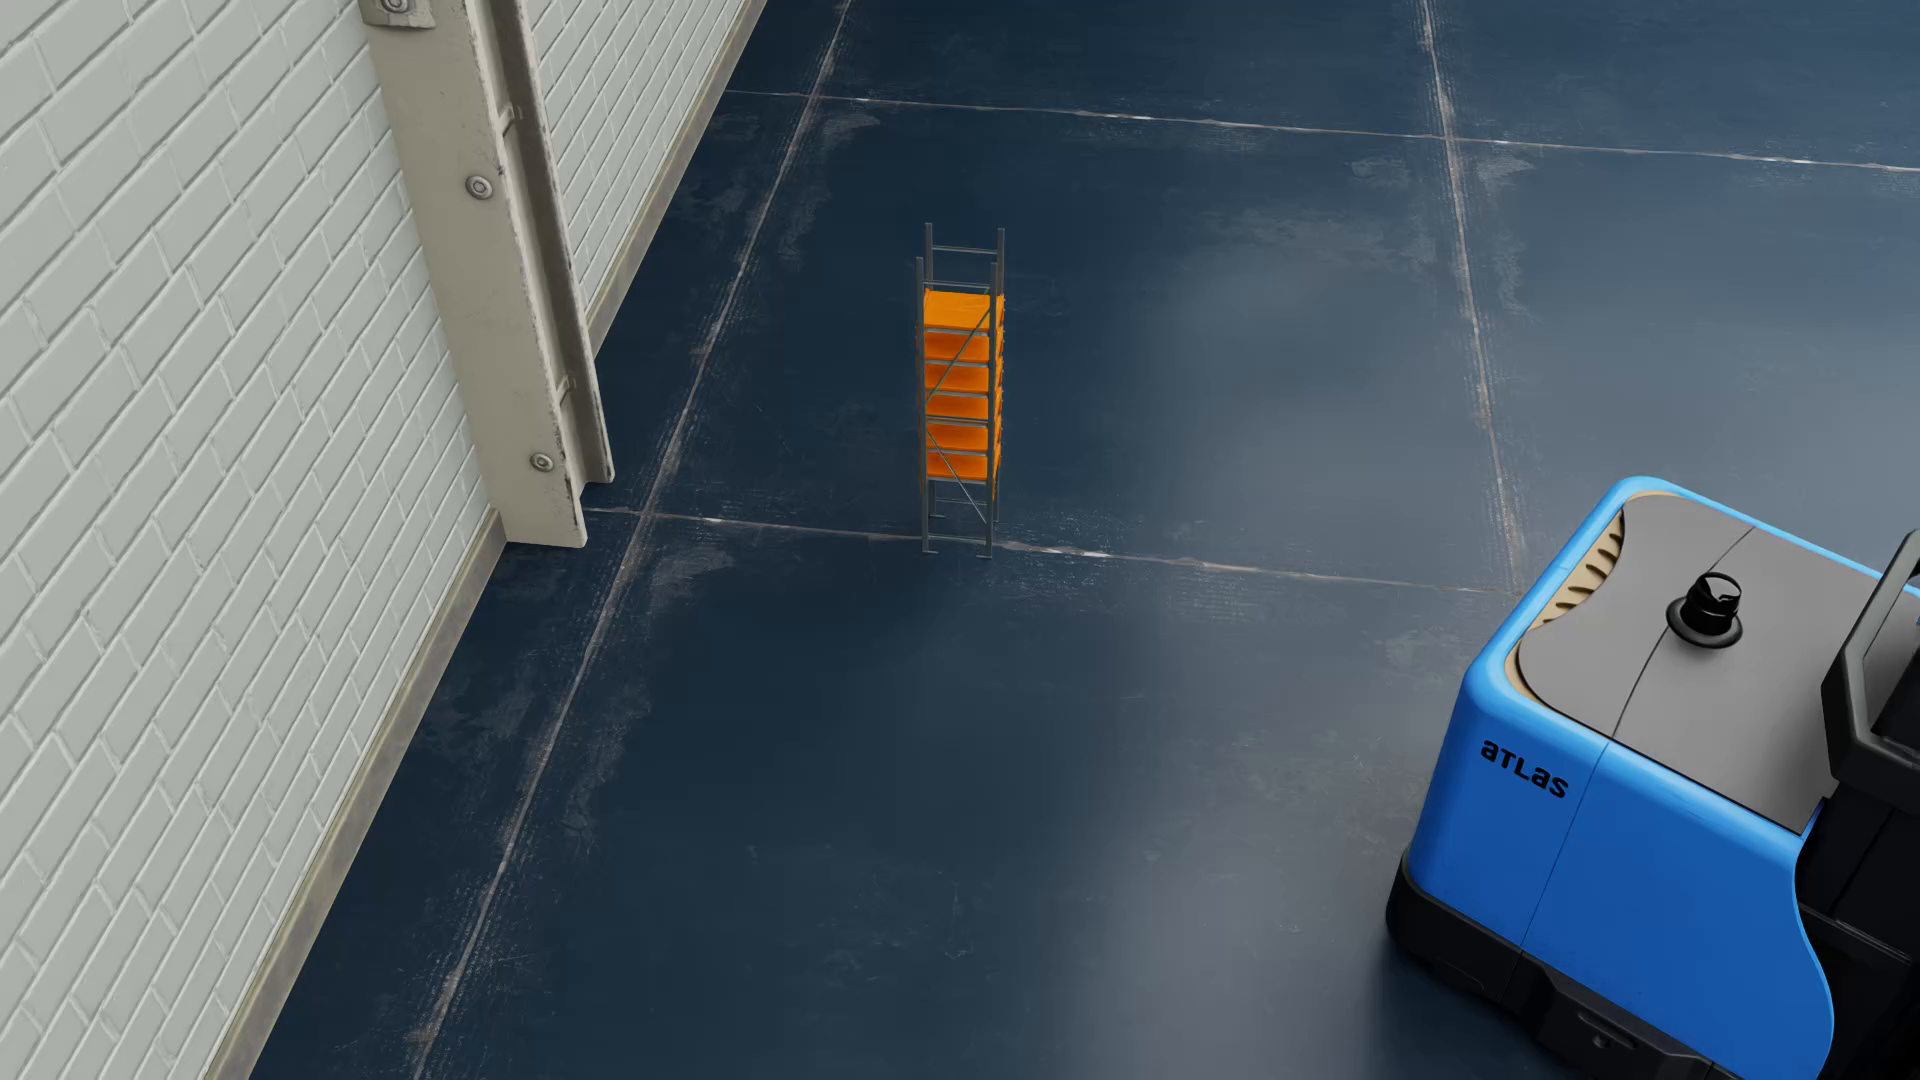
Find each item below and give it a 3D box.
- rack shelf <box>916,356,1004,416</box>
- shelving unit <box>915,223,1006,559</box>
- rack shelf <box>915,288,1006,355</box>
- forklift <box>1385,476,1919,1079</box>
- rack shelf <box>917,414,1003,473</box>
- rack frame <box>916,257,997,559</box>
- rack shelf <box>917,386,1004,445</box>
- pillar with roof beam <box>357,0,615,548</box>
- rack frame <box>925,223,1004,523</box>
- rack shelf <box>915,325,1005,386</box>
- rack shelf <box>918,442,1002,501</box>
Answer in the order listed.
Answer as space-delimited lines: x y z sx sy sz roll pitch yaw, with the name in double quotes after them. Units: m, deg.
0.002 -0.500 5.296 0.258 0.103 0.180 5 44 6 "rack shelf"
0.002 -0.446 5.348 0.258 1.200 0.189 5 44 6 "shelving unit"
0.002 -0.675 5.131 0.258 0.103 0.180 5 44 6 "rack shelf"
2.627 0.416 3.178 3.031 2.935 1.130 29 51 27 "forklift"
0.002 -0.326 5.461 0.258 0.103 0.180 5 44 6 "rack shelf"
-0.010 -0.383 5.282 0.240 1.200 0.006 5 44 6 "rack frame"
0.002 -0.413 5.378 0.258 0.103 0.180 5 44 6 "rack shelf"
2.844 -2.998 2.371 9.100 9.000 0.400 5 44 6 "pillar with roof beam"
0.014 -0.508 5.414 0.240 1.200 0.006 5 44 6 "rack frame"
0.002 -0.588 5.213 0.258 0.103 0.180 5 44 6 "rack shelf"
0.002 -0.239 5.543 0.258 0.103 0.180 5 44 6 "rack shelf"
